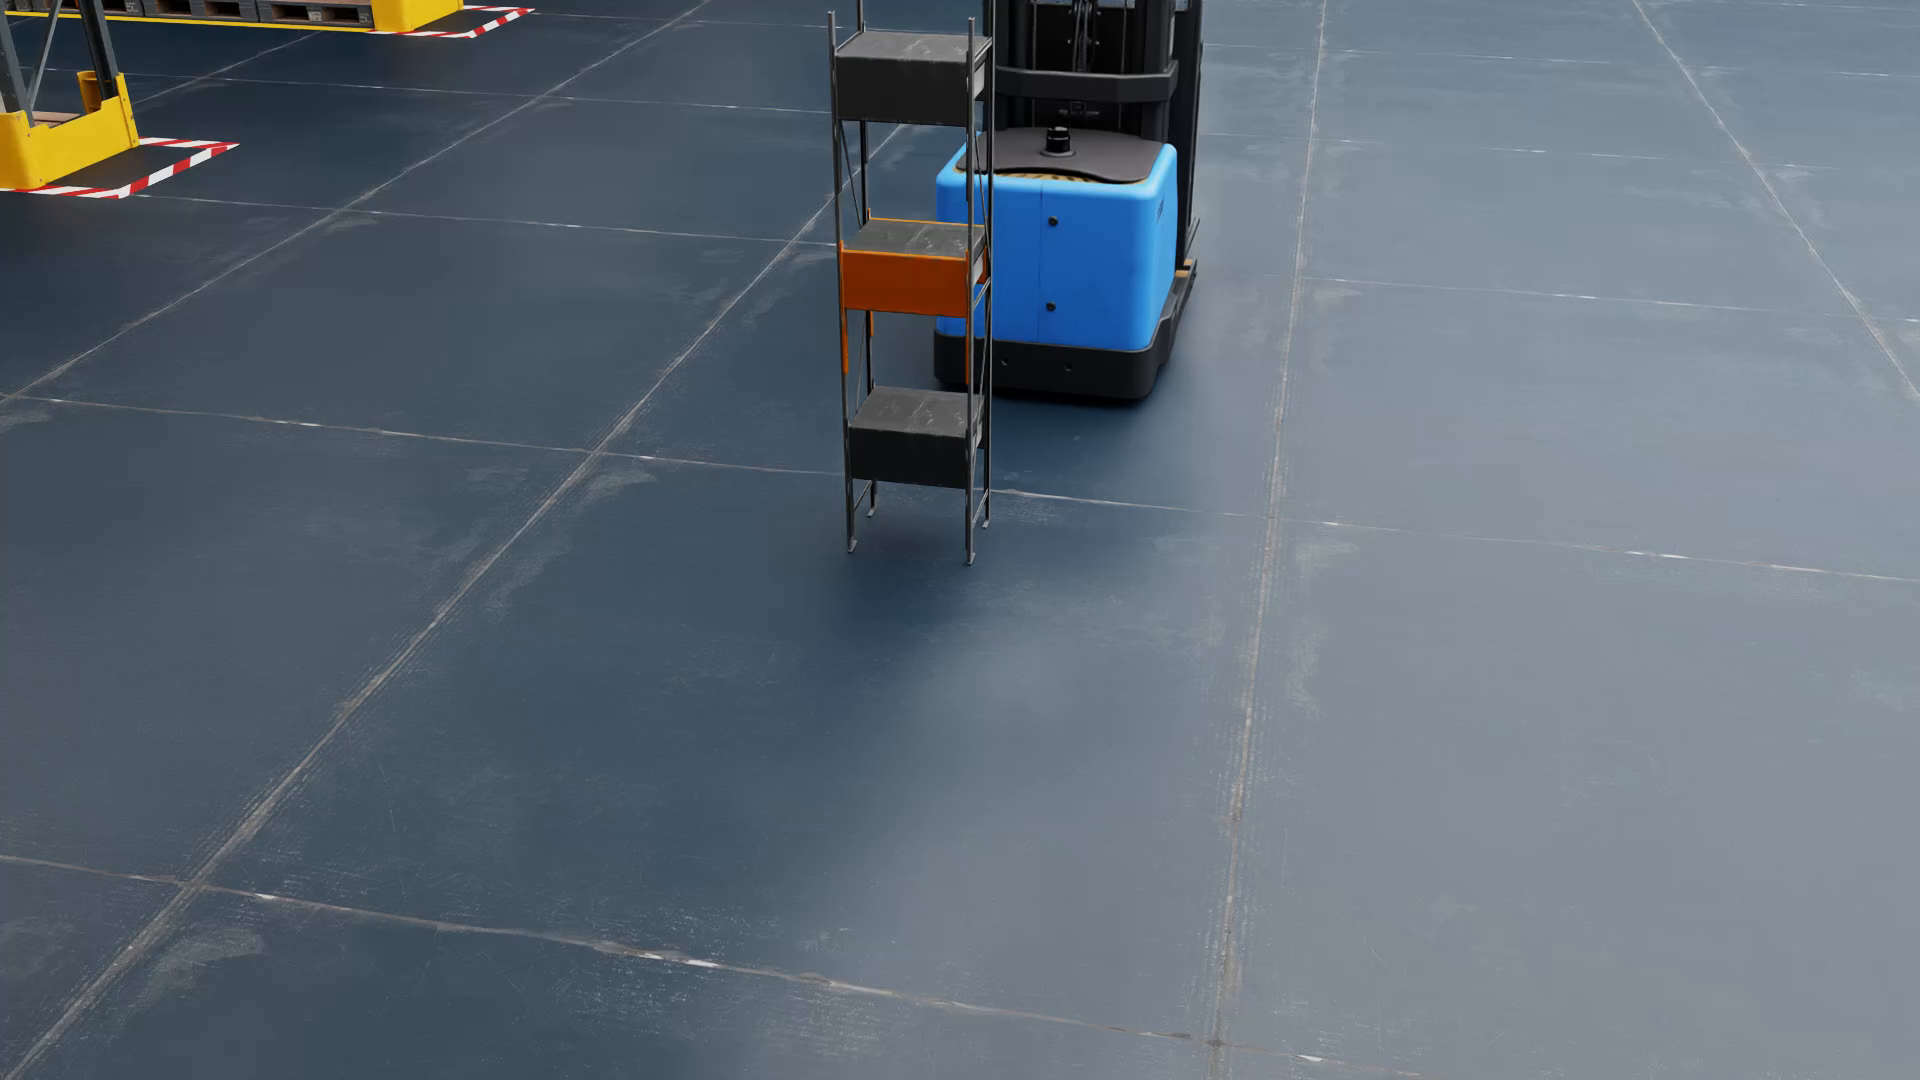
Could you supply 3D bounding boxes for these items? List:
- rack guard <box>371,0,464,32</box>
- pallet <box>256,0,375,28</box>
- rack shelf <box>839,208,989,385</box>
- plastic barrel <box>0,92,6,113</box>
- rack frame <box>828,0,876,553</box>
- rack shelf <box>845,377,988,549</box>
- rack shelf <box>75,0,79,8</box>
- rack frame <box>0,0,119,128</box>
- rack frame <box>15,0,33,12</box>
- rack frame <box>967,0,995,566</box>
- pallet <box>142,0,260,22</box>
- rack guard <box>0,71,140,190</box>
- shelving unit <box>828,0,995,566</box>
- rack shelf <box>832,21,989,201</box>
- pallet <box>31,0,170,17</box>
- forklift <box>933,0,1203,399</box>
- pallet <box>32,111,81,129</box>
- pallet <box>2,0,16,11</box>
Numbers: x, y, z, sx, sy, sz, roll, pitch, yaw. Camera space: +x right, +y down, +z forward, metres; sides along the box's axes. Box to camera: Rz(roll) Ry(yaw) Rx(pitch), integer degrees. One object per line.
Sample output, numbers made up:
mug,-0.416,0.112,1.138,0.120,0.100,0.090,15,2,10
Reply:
rack guard,-5.117,-5.163,15.660,0.348,0.500,1.175,6,29,11
pallet,-5.904,-5.135,15.909,1.213,0.211,1.003,6,29,11
rack shelf,-0.162,-0.926,6.283,0.480,0.518,0.431,6,29,11
plastic barrel,-6.737,-3.049,11.349,0.421,0.512,0.421,0,29,0
rack frame,-0.401,-0.962,6.321,0.015,2.100,0.400,6,29,11
rack shelf,-0.162,-0.312,6.619,0.480,0.518,0.431,6,29,11
rack shelf,-8.033,-3.811,11.337,4.000,0.370,1.077,6,29,11
rack frame,-6.077,-3.926,10.798,0.127,3.000,1.000,6,29,11
rack frame,-8.955,-6.653,15.779,0.127,3.000,1.000,6,29,11
rack frame,0.077,-0.913,6.231,0.015,2.100,0.400,6,29,11
pallet,-7.094,-5.258,16.134,1.213,0.211,1.003,6,29,11
rack guard,-6.161,-2.815,11.371,0.348,0.500,1.175,6,29,11
shelving unit,-0.162,-0.938,6.276,0.503,2.100,0.431,6,29,11
rack shelf,-0.162,-1.540,5.947,0.480,0.518,0.431,6,29,11
pallet,-8.290,-5.379,16.356,1.213,0.211,1.003,6,29,11
forklift,0.712,-2.638,8.517,1.130,2.935,3.031,7,29,12
pallet,-6.955,-2.772,11.594,1.213,0.211,1.003,6,29,11
pallet,-9.716,-5.507,16.590,1.213,0.211,1.003,6,29,11
